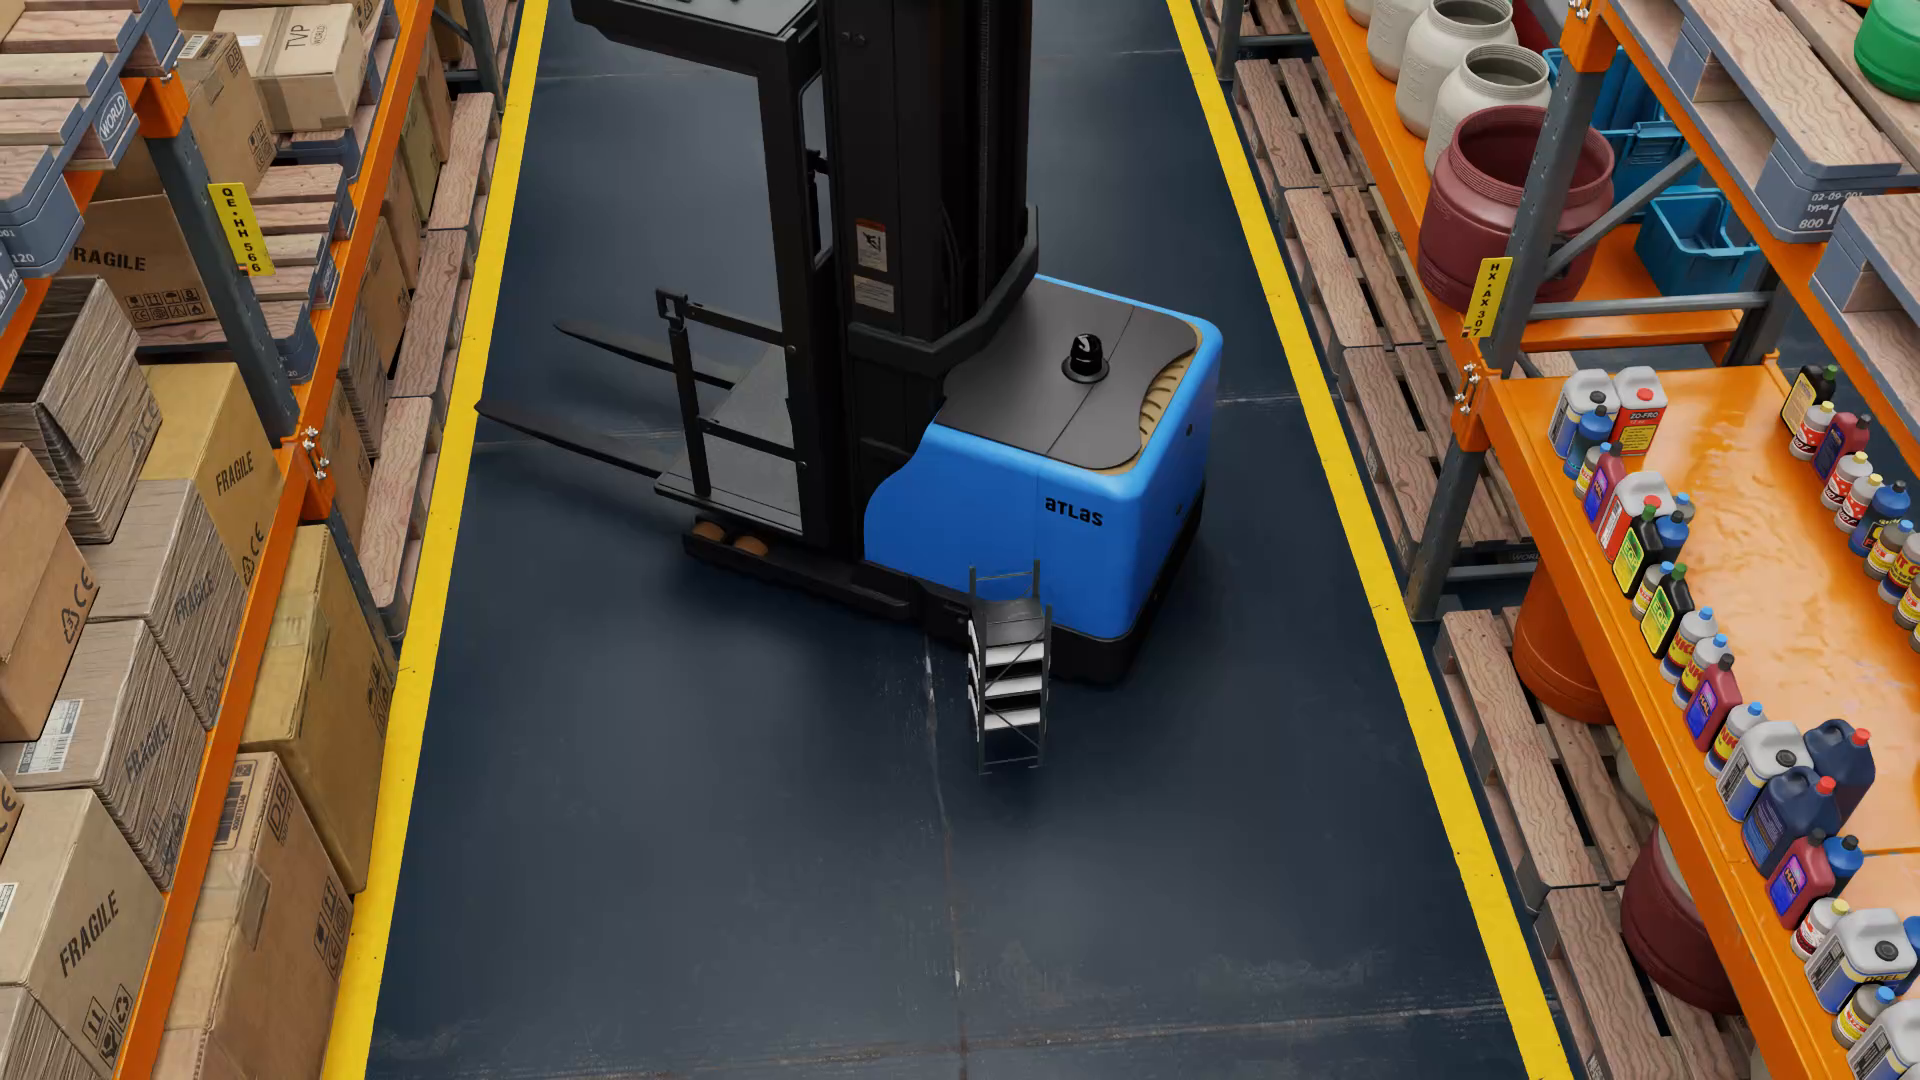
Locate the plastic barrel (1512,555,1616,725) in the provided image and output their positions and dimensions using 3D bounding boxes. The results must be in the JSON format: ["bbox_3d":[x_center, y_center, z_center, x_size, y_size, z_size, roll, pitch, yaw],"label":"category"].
[{"bbox_3d":[2.334,0.179,5.856,0.600,0.830,0.708,-3,47,-3],"label":"plastic barrel"}]

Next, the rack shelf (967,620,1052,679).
[{"bbox_3d":[0.168,0.360,5.724,0.258,0.077,0.200,-7,47,-7],"label":"rack shelf"}]

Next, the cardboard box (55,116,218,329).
[{"bbox_3d":[-2.745,-1.041,5.449,0.500,0.500,0.500,-9,47,-8],"label":"cardboard box"}]

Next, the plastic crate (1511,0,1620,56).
[{"bbox_3d":[2.445,-1.985,6.656,0.402,0.464,0.583,-3,47,-3],"label":"plastic crate"}]

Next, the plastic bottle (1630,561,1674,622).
[{"bbox_3d":[2.022,0.143,4.822,0.097,0.201,0.097,0,47,0],"label":"plastic bottle"}]

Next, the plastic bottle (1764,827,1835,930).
[{"bbox_3d":[2.087,0.834,4.111,0.061,0.283,0.133,-3,47,-3],"label":"plastic bottle"}]

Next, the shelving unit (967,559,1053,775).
[{"bbox_3d":[0.168,0.461,5.830,0.258,0.900,0.210,-7,47,-7],"label":"shelving unit"}]

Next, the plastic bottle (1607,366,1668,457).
[{"bbox_3d":[2.141,-0.409,5.294,0.152,0.276,0.135,-3,47,-3],"label":"plastic bottle"}]

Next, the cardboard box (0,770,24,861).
[{"bbox_3d":[-2.500,0.633,3.461,0.797,0.503,0.637,-2,47,-2],"label":"cardboard box"}]

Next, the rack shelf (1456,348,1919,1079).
[{"bbox_3d":[2.443,0.919,4.446,1.077,0.370,4.000,-3,47,-3],"label":"rack shelf"}]

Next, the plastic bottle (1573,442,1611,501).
[{"bbox_3d":[1.980,-0.218,5.164,0.097,0.201,0.097,0,47,0],"label":"plastic bottle"}]

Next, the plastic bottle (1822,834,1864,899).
[{"bbox_3d":[2.164,0.821,4.132,0.097,0.271,0.097,0,47,0],"label":"plastic bottle"}]

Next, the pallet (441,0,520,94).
[{"bbox_3d":[-3.086,-2.893,9.481,1.003,0.211,1.213,-3,47,-3],"label":"pallet"}]

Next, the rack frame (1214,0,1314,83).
[{"bbox_3d":[1.941,-3.669,8.296,1.000,3.000,0.127,-3,47,-3],"label":"rack frame"}]

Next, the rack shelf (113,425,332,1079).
[{"bbox_3d":[-2.493,1.220,4.160,1.077,0.370,4.000,-3,47,-3],"label":"rack shelf"}]

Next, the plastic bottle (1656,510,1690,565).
[{"bbox_3d":[2.071,0.018,4.892,0.097,0.271,0.097,0,47,0],"label":"plastic bottle"}]

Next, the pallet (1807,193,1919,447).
[{"bbox_3d":[2.350,-0.229,3.102,1.003,0.211,1.213,-3,47,-3],"label":"pallet"}]

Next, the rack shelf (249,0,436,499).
[{"bbox_3d":[-2.827,-1.674,6.901,1.077,0.370,4.000,-3,47,-3],"label":"rack shelf"}]

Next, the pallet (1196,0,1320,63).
[{"bbox_3d":[1.926,-3.199,9.771,1.003,0.211,1.213,-3,47,-3],"label":"pallet"}]

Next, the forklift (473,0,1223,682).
[{"bbox_3d":[-0.569,-1.194,5.998,3.031,2.935,1.130,18,49,16],"label":"forklift"}]

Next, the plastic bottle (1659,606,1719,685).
[{"bbox_3d":[2.041,0.285,4.639,0.097,0.271,0.097,0,47,0],"label":"plastic bottle"}]

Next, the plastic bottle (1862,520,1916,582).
[{"bbox_3d":[2.770,0.023,4.936,0.097,0.201,0.097,0,47,0],"label":"plastic bottle"}]

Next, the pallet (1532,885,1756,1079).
[{"bbox_3d":[2.482,1.632,5.195,1.003,0.211,1.213,-3,47,-3],"label":"pallet"}]

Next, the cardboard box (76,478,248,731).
[{"bbox_3d":[-2.336,0.194,4.568,0.500,0.500,0.500,-4,47,-4],"label":"cardboard box"}]

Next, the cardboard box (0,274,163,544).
[{"bbox_3d":[-2.615,-0.324,4.367,0.797,0.503,0.637,-2,47,-2],"label":"cardboard box"}]

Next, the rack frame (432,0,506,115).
[{"bbox_3d":[-2.995,-3.368,8.011,1.000,3.000,0.127,-3,47,-3],"label":"rack frame"}]

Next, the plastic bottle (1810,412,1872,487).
[{"bbox_3d":[2.754,-0.301,5.186,0.061,0.283,0.133,-3,47,-3],"label":"plastic bottle"}]

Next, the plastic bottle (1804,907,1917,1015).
[{"bbox_3d":[2.152,1.002,3.957,0.152,0.276,0.135,-3,47,-3],"label":"plastic bottle"}]

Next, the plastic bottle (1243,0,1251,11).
[{"bbox_3d":[1.600,-3.102,9.383,0.097,0.201,0.097,0,47,0],"label":"plastic bottle"}]

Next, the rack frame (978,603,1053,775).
[{"bbox_3d":[0.185,0.534,5.761,0.240,0.900,0.006,-7,47,-7],"label":"rack frame"}]

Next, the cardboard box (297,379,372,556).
[{"bbox_3d":[-2.736,-0.250,6.476,0.700,0.500,0.500,-6,47,-5],"label":"cardboard box"}]

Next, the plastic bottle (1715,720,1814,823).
[{"bbox_3d":[2.106,0.603,4.334,0.152,0.276,0.135,-3,47,-3],"label":"plastic bottle"}]

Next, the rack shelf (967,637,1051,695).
[{"bbox_3d":[0.168,0.422,5.789,0.258,0.077,0.200,-7,47,-7],"label":"rack shelf"}]

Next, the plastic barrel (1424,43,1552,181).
[{"bbox_3d":[1.977,-1.545,6.207,0.421,0.512,0.421,0,47,0],"label":"plastic barrel"}]

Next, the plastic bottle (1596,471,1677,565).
[{"bbox_3d":[2.028,-0.065,4.968,0.152,0.276,0.135,-3,47,-3],"label":"plastic bottle"}]

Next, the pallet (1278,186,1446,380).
[{"bbox_3d":[2.150,-1.260,7.934,1.003,0.211,1.213,-3,47,-3],"label":"pallet"}]

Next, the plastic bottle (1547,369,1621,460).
[{"bbox_3d":[1.990,-0.400,5.285,0.152,0.276,0.135,-3,47,-3],"label":"plastic bottle"}]

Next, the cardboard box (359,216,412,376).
[{"bbox_3d":[-2.849,-1.060,7.243,0.700,0.500,0.500,0,47,0],"label":"cardboard box"}]

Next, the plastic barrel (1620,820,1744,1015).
[{"bbox_3d":[2.428,1.079,5.170,0.600,0.588,0.708,-3,47,-3],"label":"plastic barrel"}]

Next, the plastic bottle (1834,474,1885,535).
[{"bbox_3d":[2.754,-0.118,5.069,0.097,0.201,0.097,0,47,0],"label":"plastic bottle"}]

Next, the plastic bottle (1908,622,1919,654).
[{"bbox_3d":[2.794,0.234,4.736,0.097,0.201,0.097,0,47,0],"label":"plastic bottle"}]

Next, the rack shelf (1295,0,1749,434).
[{"bbox_3d":[2.108,-1.975,7.186,1.077,0.370,4.000,-3,47,-3],"label":"rack shelf"}]

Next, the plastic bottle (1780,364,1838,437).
[{"bbox_3d":[2.735,-0.468,5.345,0.061,0.283,0.133,-3,47,-3],"label":"plastic bottle"}]

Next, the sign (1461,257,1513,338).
[{"bbox_3d":[1.728,-0.793,5.459,0.100,0.325,0.005,-3,47,-3],"label":"sign"}]

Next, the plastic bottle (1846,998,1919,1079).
[{"bbox_3d":[2.171,1.169,3.799,0.152,0.276,0.135,-3,47,-3],"label":"plastic bottle"}]

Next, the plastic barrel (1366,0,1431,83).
[{"bbox_3d":[1.900,-2.167,6.779,0.433,0.535,0.433,0,47,0],"label":"plastic barrel"}]

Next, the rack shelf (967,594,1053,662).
[{"bbox_3d":[0.168,0.298,5.658,0.258,0.077,0.200,-7,47,-7],"label":"rack shelf"}]

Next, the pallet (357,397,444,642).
[{"bbox_3d":[-2.724,-0.081,6.818,1.003,0.211,1.213,-3,47,-3],"label":"pallet"}]

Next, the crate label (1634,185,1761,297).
[{"bbox_3d":[2.614,-1.045,5.926,0.303,0.233,0.416,-3,47,-3],"label":"crate label"}]

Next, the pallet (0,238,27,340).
[{"bbox_3d":[-2.457,-0.169,3.045,1.003,0.211,1.213,-2,47,-1],"label":"pallet"}]

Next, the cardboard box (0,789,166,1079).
[{"bbox_3d":[-2.247,0.938,3.863,0.500,0.500,0.500,-3,47,-3],"label":"cardboard box"}]

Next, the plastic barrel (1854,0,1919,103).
[{"bbox_3d":[2.135,-1.117,3.630,0.294,0.245,0.294,0,47,0],"label":"plastic barrel"}]

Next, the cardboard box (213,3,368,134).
[{"bbox_3d":[-2.571,-1.794,6.333,0.500,0.250,0.500,-5,47,-4],"label":"cardboard box"}]

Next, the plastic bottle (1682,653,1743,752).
[{"bbox_3d":[2.041,0.436,4.488,0.061,0.283,0.133,-3,47,-3],"label":"plastic bottle"}]

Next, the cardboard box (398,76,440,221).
[{"bbox_3d":[-2.944,-1.868,8.009,0.700,0.500,0.500,-4,47,-4],"label":"cardboard box"}]

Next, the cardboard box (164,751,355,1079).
[{"bbox_3d":[-2.556,1.258,4.803,1.225,0.875,0.875,-3,47,-3],"label":"cardboard box"}]

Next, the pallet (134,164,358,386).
[{"bbox_3d":[-2.826,-0.917,5.822,1.213,0.211,1.003,-3,47,-3],"label":"pallet"}]
